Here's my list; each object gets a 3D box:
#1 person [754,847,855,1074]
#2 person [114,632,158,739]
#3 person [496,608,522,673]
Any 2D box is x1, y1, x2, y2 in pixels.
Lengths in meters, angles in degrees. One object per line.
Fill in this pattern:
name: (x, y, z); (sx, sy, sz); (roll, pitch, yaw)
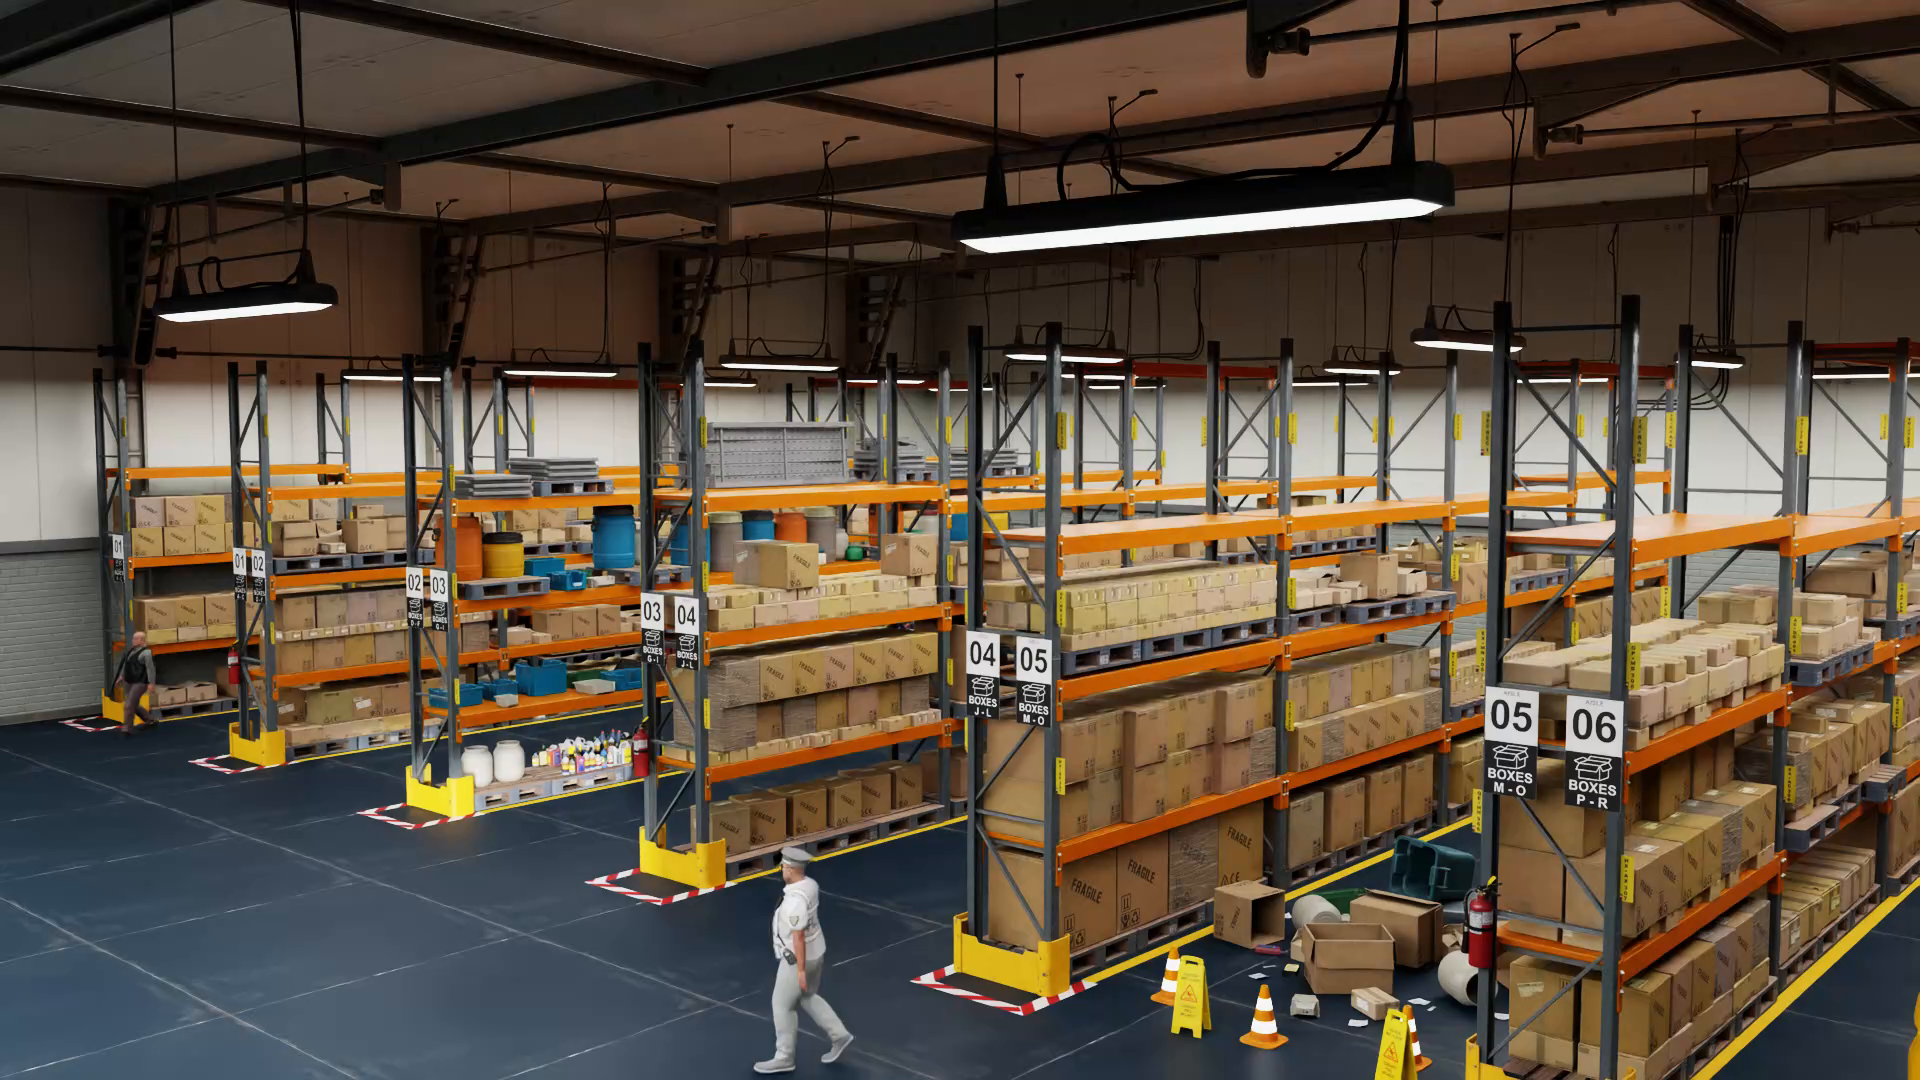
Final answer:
person: (-1.233, 3.311, 13.186); (0.738, 1.753, 0.529); (1, 4, 11)
person: (-13.378, 2.351, 26.990); (0.613, 1.727, 0.737); (3, 5, 33)
person: (-8.844, 1.878, 32.550); (0.553, 1.768, 0.617); (-2, 5, -30)
